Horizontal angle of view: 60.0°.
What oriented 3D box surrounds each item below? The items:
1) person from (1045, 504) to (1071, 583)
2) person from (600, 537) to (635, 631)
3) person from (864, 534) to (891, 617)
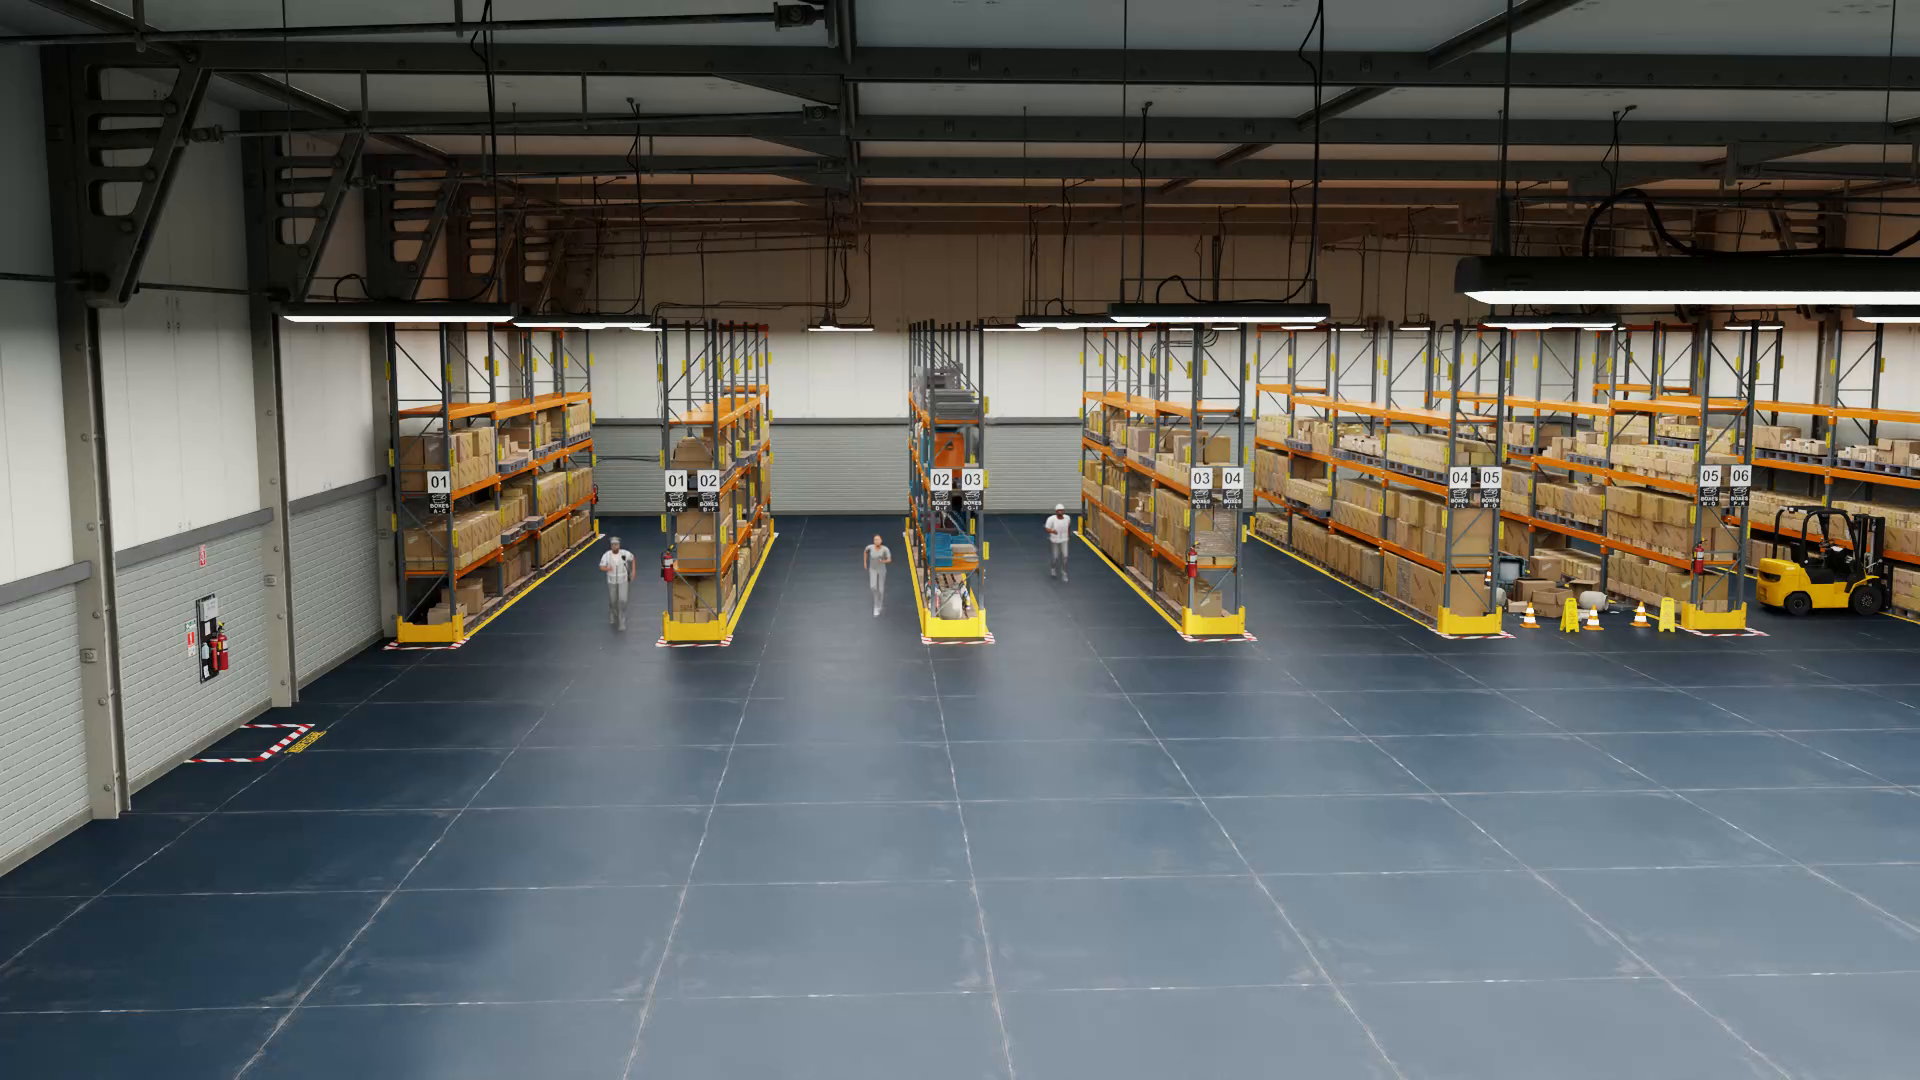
[{"bbox_3d":[2.297,0.044,38.842,0.640,1.796,0.890,-1,7,-6],"label":"person"},{"bbox_3d":[-6.693,0.838,32.547,0.670,1.847,0.926,-1,7,-7],"label":"person"},{"bbox_3d":[-1.686,0.697,34.086,0.586,1.690,0.824,0,7,3],"label":"person"}]
